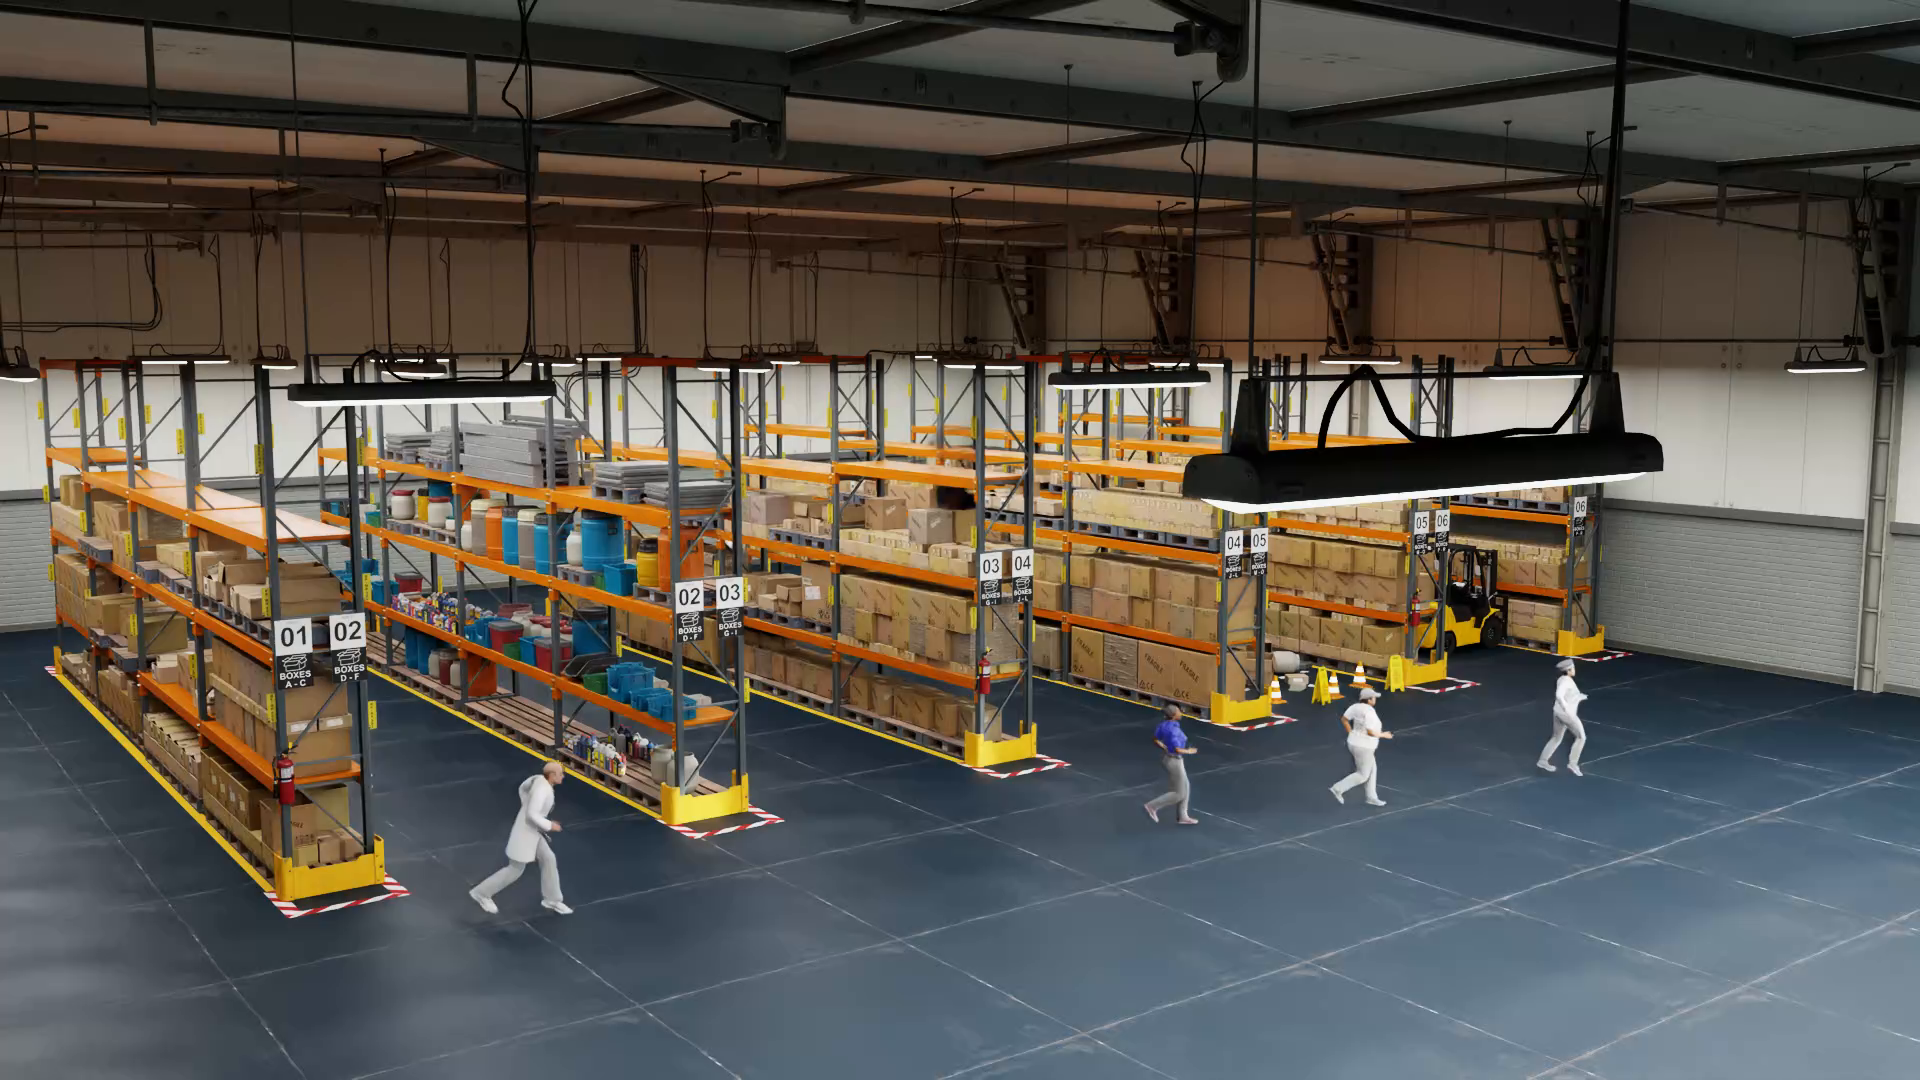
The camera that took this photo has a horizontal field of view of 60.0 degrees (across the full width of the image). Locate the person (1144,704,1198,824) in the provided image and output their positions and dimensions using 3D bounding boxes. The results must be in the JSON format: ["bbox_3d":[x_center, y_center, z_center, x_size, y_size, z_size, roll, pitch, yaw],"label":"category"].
[{"bbox_3d":[2.746,2.936,21.664,0.784,1.607,0.589,-2,7,-13],"label":"person"}]

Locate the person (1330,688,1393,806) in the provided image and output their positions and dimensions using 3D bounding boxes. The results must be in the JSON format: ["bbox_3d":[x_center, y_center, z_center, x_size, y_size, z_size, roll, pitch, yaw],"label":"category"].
[{"bbox_3d":[5.397,2.823,22.513,0.886,1.647,0.592,-1,7,-12],"label":"person"}]

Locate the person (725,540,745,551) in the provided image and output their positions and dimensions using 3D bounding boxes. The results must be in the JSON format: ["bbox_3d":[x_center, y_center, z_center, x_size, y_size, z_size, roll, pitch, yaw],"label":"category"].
[{"bbox_3d":[-5.703,0.522,41.312,0.664,1.788,0.685,5,9,37],"label":"person"}]

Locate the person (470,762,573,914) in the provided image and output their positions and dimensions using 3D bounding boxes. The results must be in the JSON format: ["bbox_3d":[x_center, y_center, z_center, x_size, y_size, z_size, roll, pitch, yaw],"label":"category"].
[{"bbox_3d":[-4.843,3.317,18.302,1.099,1.740,0.750,-2,7,-16],"label":"person"}]

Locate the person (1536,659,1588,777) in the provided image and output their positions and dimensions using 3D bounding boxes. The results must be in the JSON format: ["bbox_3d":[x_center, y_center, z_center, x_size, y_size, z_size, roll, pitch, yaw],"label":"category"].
[{"bbox_3d":[8.817,2.598,24.254,0.747,1.747,0.592,-1,7,-4],"label":"person"}]
